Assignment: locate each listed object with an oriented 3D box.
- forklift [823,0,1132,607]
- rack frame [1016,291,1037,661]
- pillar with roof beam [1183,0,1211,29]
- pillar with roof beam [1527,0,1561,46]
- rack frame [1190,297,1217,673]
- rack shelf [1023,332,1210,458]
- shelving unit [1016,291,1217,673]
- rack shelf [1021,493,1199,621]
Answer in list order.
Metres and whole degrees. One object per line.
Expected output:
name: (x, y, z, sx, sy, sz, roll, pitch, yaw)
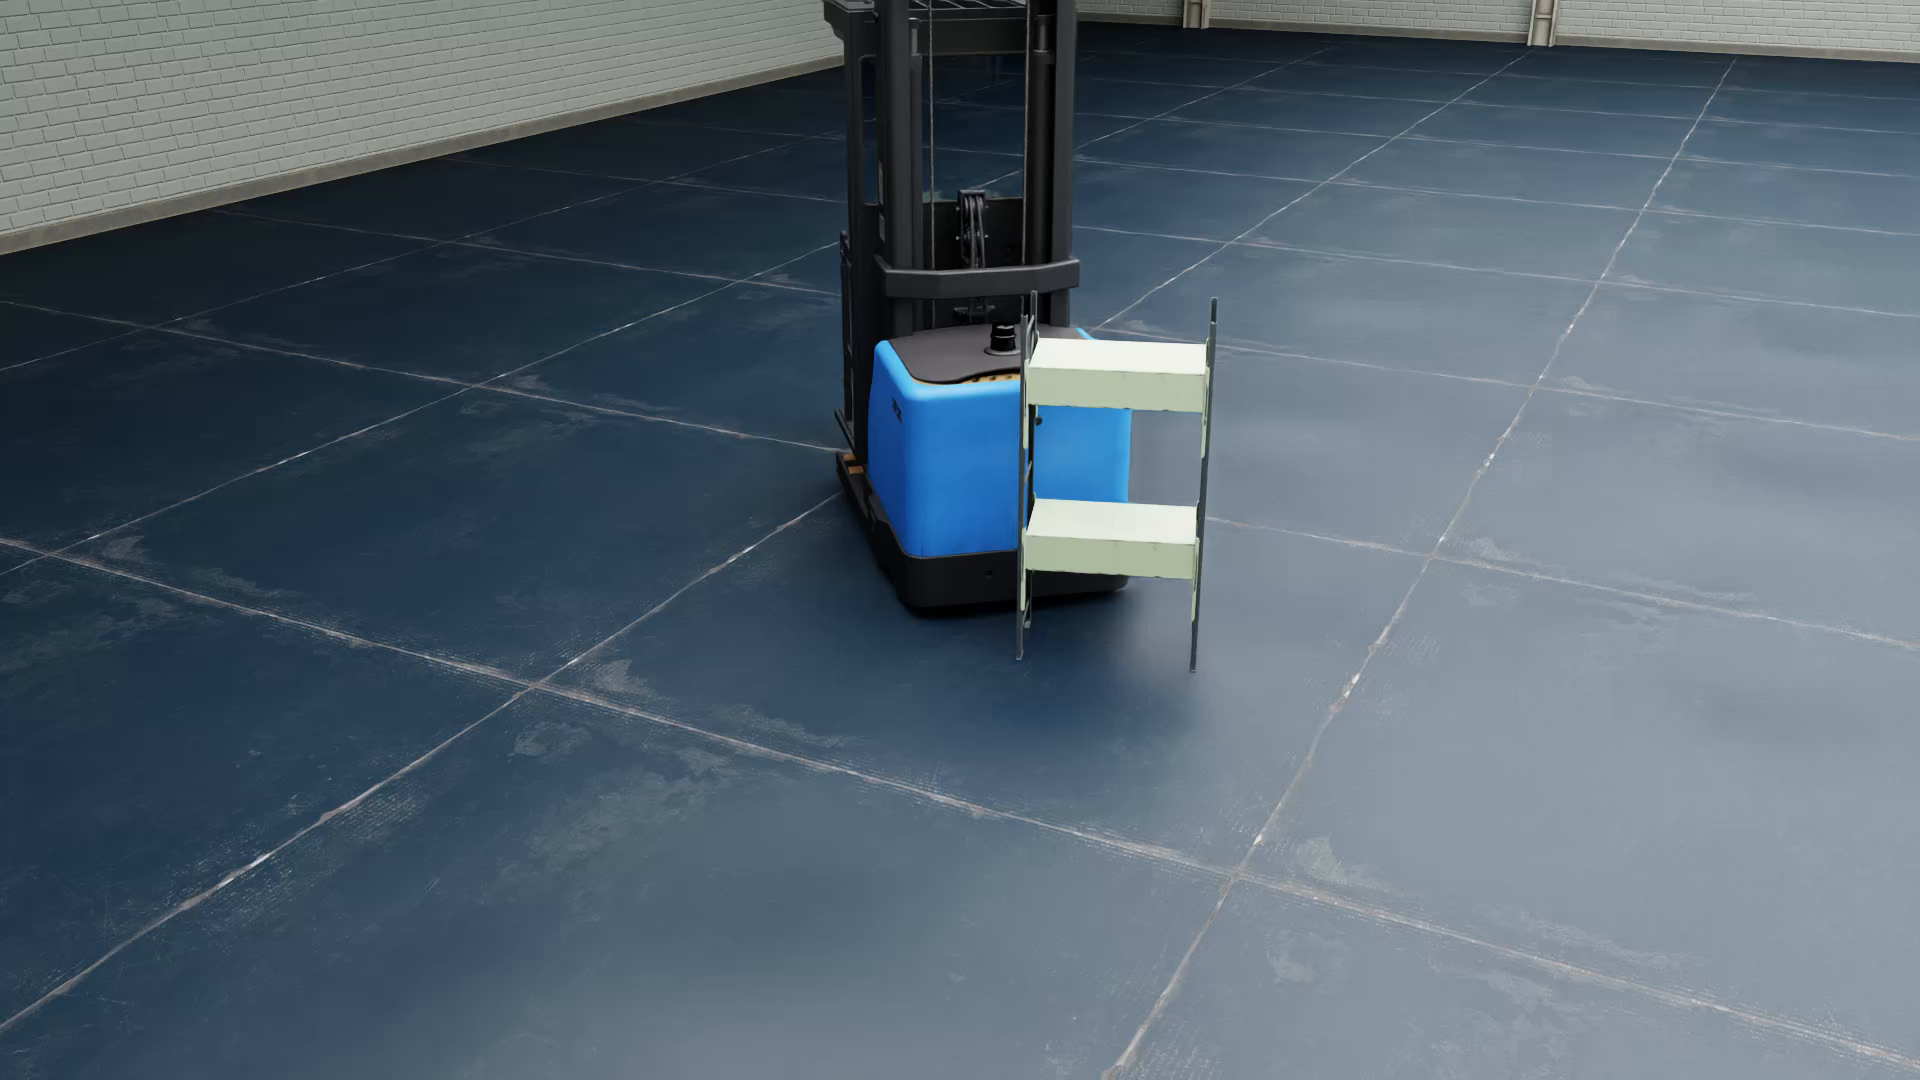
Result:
forklift: (-0.048, -1.598, 8.262, 1.130, 2.935, 3.031, -5, 24, -11)
rack frame: (0.277, -0.256, 6.935, 0.023, 1.500, 0.400, 3, 23, 8)
pillar with roof beam: (2.315, -11.891, 24.713, 0.400, 9.000, 9.100, 11, 25, 25)
pillar with roof beam: (7.670, -10.832, 22.222, 0.400, 9.000, 9.100, 11, 25, 25)
rack frame: (1.001, -0.214, 6.837, 0.023, 1.500, 0.400, 3, 23, 8)
rack shelf: (0.639, -0.594, 6.733, 0.720, 0.370, 0.431, 3, 23, 8)
shelving unit: (0.639, -0.235, 6.886, 0.755, 1.500, 0.431, 3, 23, 8)
rack shelf: (0.639, 0.065, 7.014, 0.720, 0.370, 0.431, 3, 23, 8)
